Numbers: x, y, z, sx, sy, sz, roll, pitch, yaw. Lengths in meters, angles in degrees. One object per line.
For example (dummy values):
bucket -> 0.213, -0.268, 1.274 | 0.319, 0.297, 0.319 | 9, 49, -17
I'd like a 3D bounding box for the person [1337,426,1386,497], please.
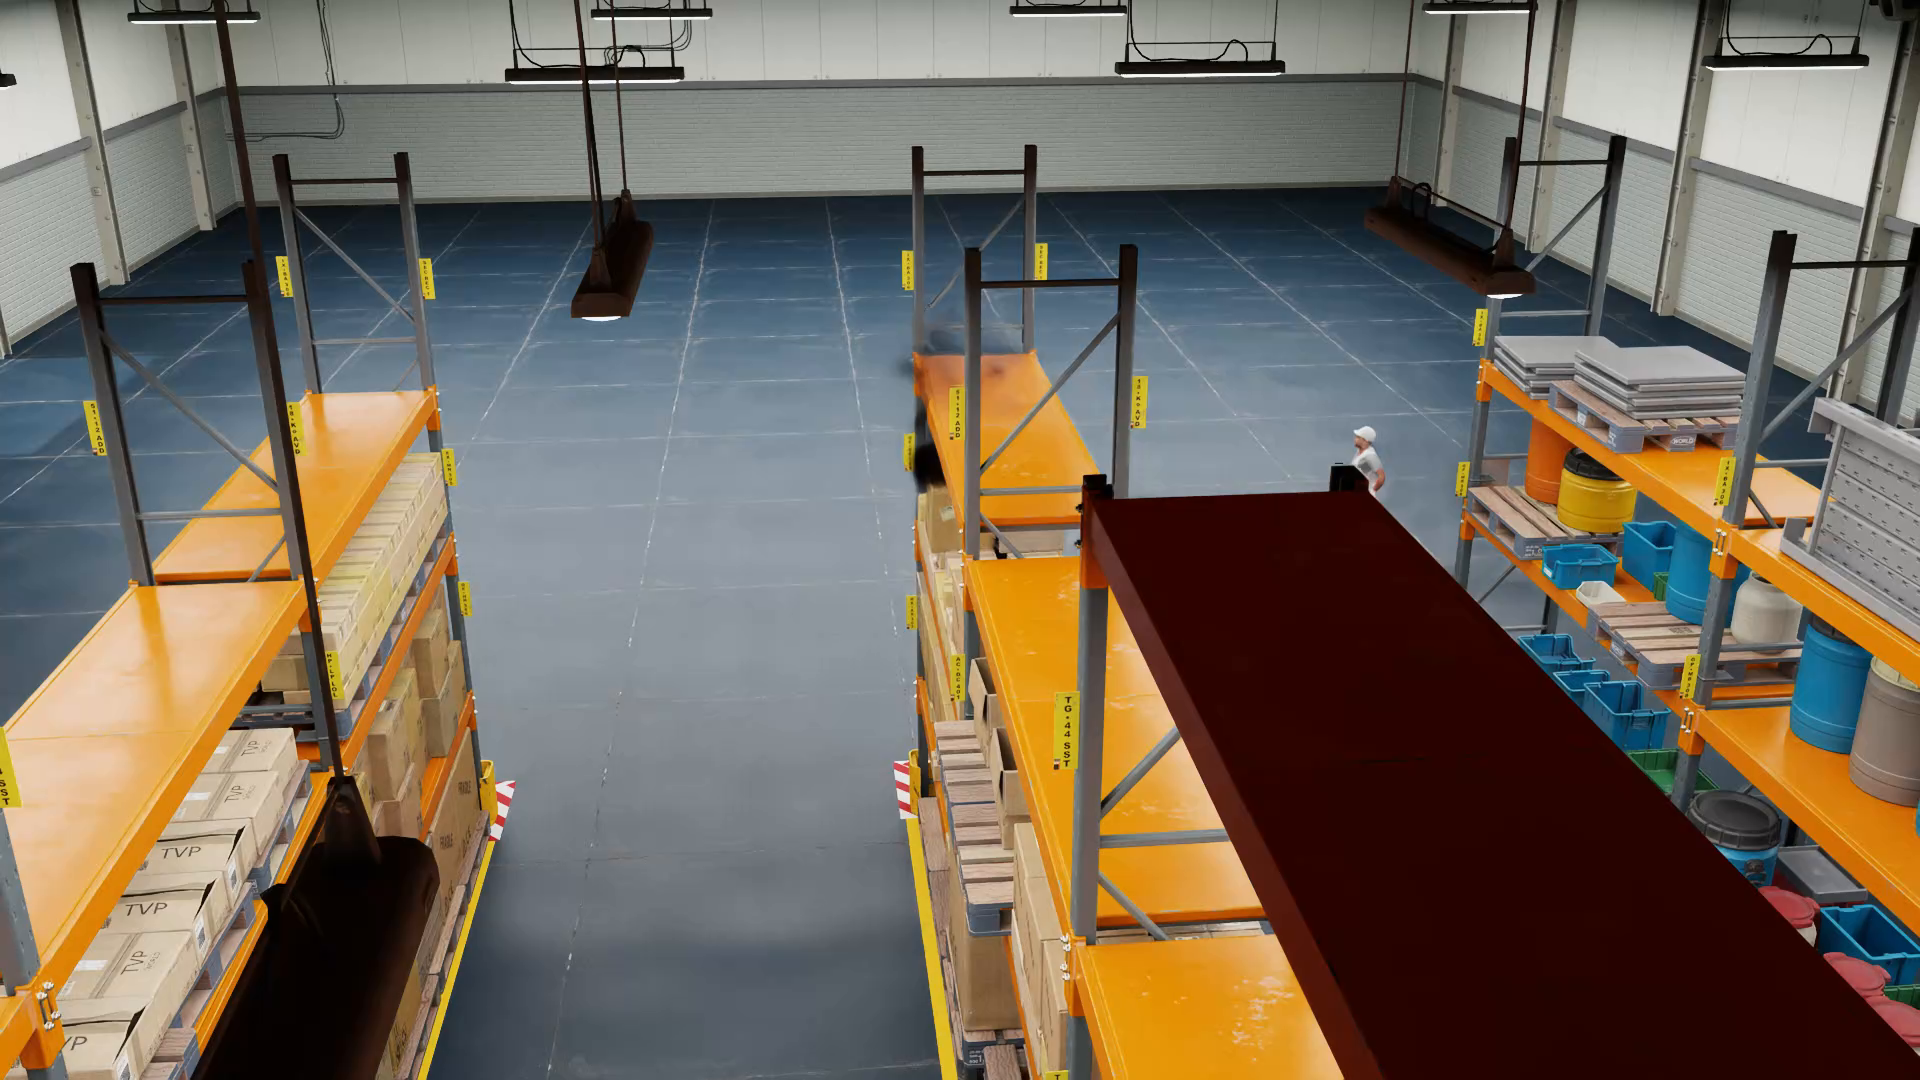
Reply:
person -> 4.958, -0.534, 20.604 | 0.749, 1.825, 0.618 | 7, 23, 17
